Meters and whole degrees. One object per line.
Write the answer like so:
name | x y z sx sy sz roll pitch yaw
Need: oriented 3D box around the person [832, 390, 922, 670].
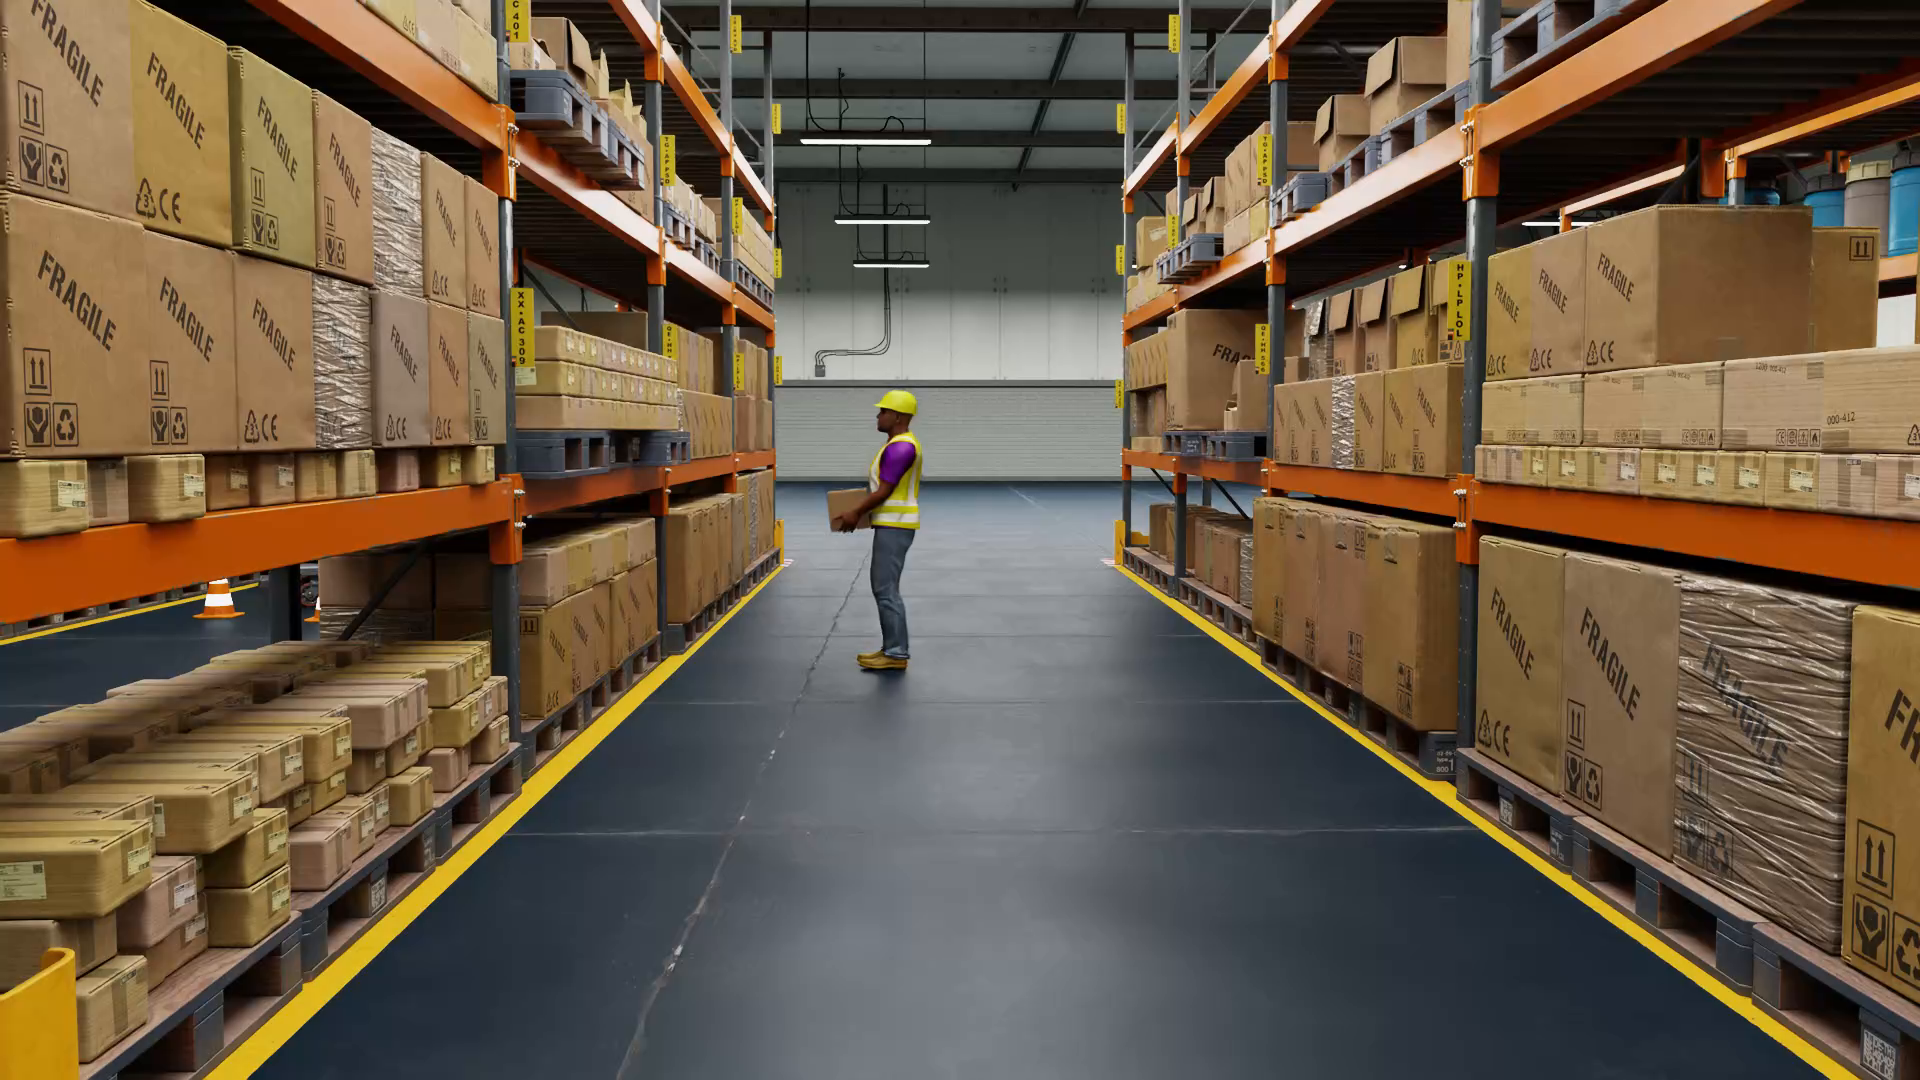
person | -0.523 -0.068 10.602 0.567 1.769 0.528 0 4 -2
